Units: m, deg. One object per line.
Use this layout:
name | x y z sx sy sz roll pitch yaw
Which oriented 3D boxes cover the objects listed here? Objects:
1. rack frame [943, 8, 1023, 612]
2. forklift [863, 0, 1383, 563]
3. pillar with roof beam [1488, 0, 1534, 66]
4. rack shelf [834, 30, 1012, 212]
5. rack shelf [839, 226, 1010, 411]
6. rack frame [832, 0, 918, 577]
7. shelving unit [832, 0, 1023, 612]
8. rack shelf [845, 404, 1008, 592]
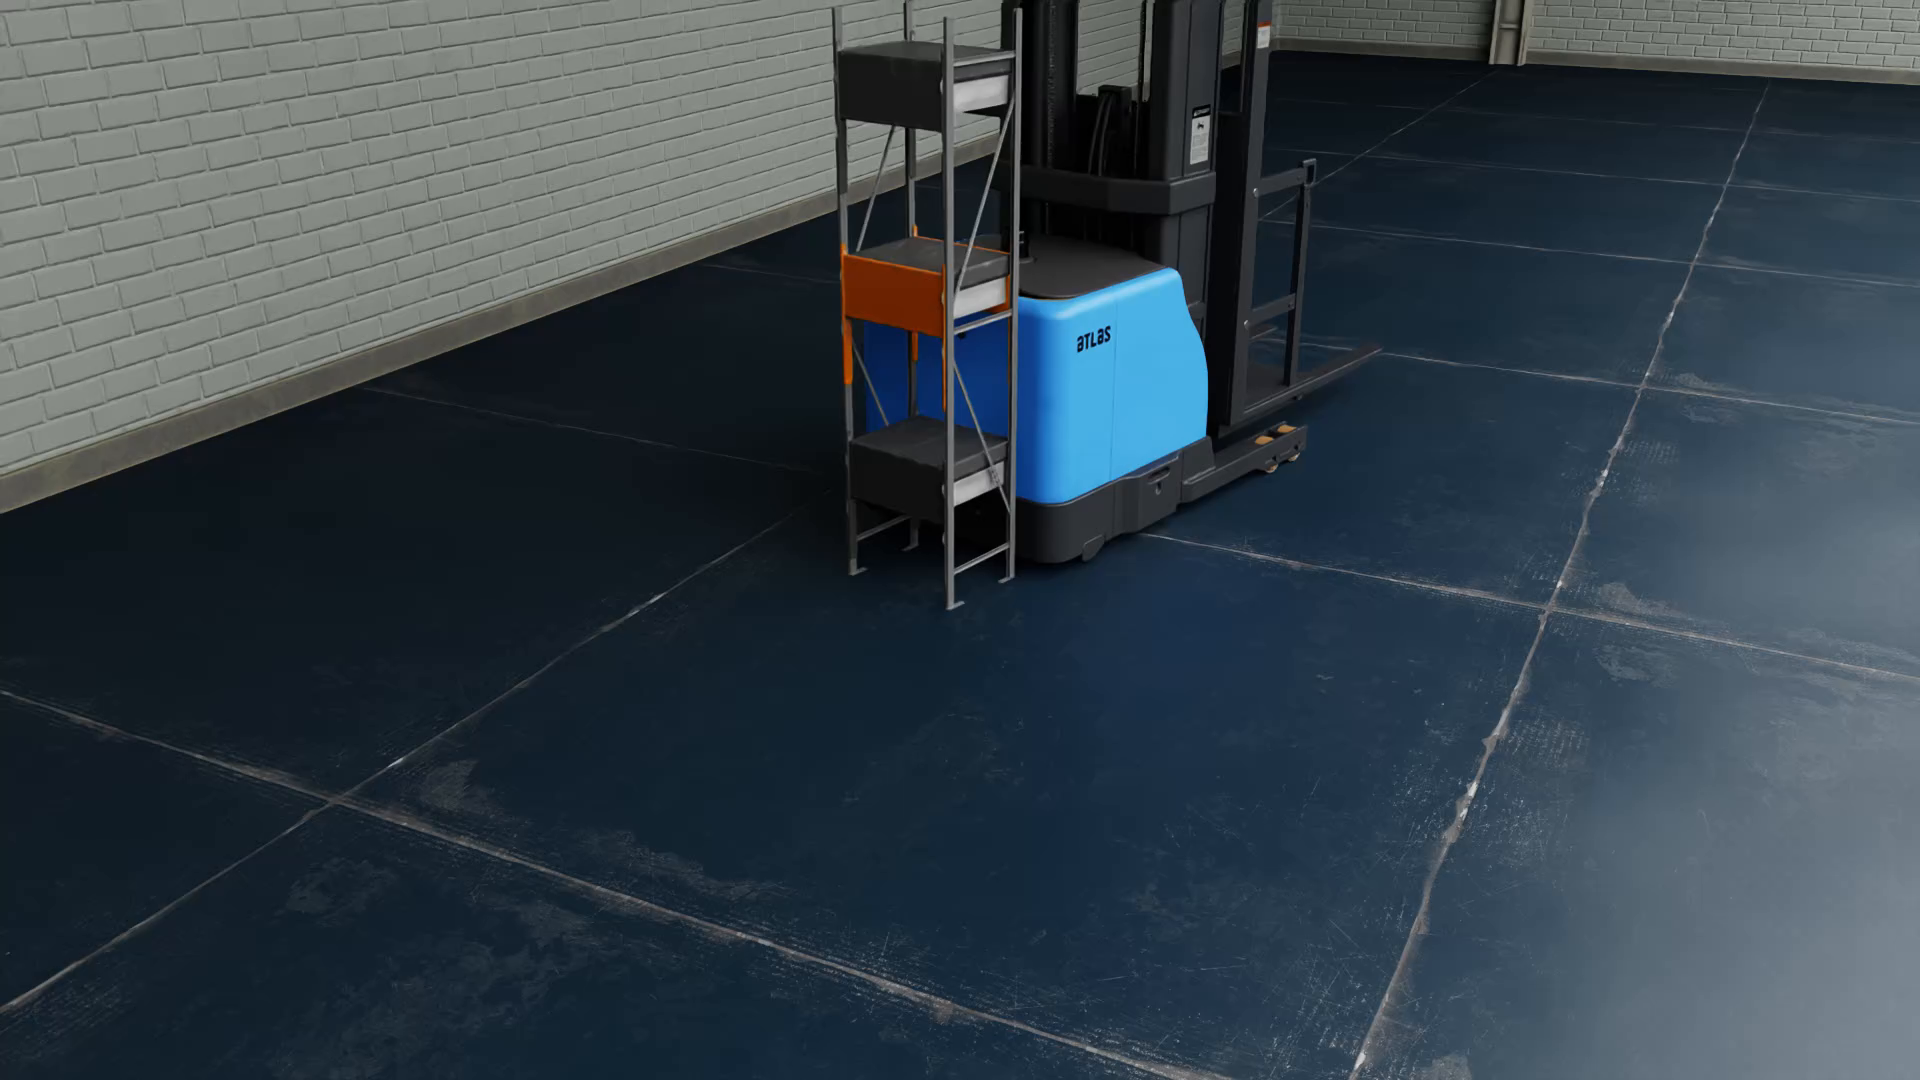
rack frame | 0.078 -0.764 5.863 0.015 2.100 0.400 18 29 36
forklift | 0.932 -1.761 7.145 1.130 2.935 3.031 18 29 36
pillar with roof beam | 4.861 -8.563 15.388 0.400 9.000 9.100 11 25 25
rack shelf | -0.111 -1.456 5.736 0.480 0.518 0.431 18 29 36
rack shelf | -0.111 -0.812 6.010 0.480 0.518 0.431 18 29 36
rack frame | -0.300 -0.885 6.147 0.015 2.100 0.400 18 29 36
shelving unit | -0.111 -0.824 6.005 0.503 2.100 0.431 18 29 36
rack shelf | -0.111 -0.167 6.284 0.480 0.518 0.431 18 29 36
